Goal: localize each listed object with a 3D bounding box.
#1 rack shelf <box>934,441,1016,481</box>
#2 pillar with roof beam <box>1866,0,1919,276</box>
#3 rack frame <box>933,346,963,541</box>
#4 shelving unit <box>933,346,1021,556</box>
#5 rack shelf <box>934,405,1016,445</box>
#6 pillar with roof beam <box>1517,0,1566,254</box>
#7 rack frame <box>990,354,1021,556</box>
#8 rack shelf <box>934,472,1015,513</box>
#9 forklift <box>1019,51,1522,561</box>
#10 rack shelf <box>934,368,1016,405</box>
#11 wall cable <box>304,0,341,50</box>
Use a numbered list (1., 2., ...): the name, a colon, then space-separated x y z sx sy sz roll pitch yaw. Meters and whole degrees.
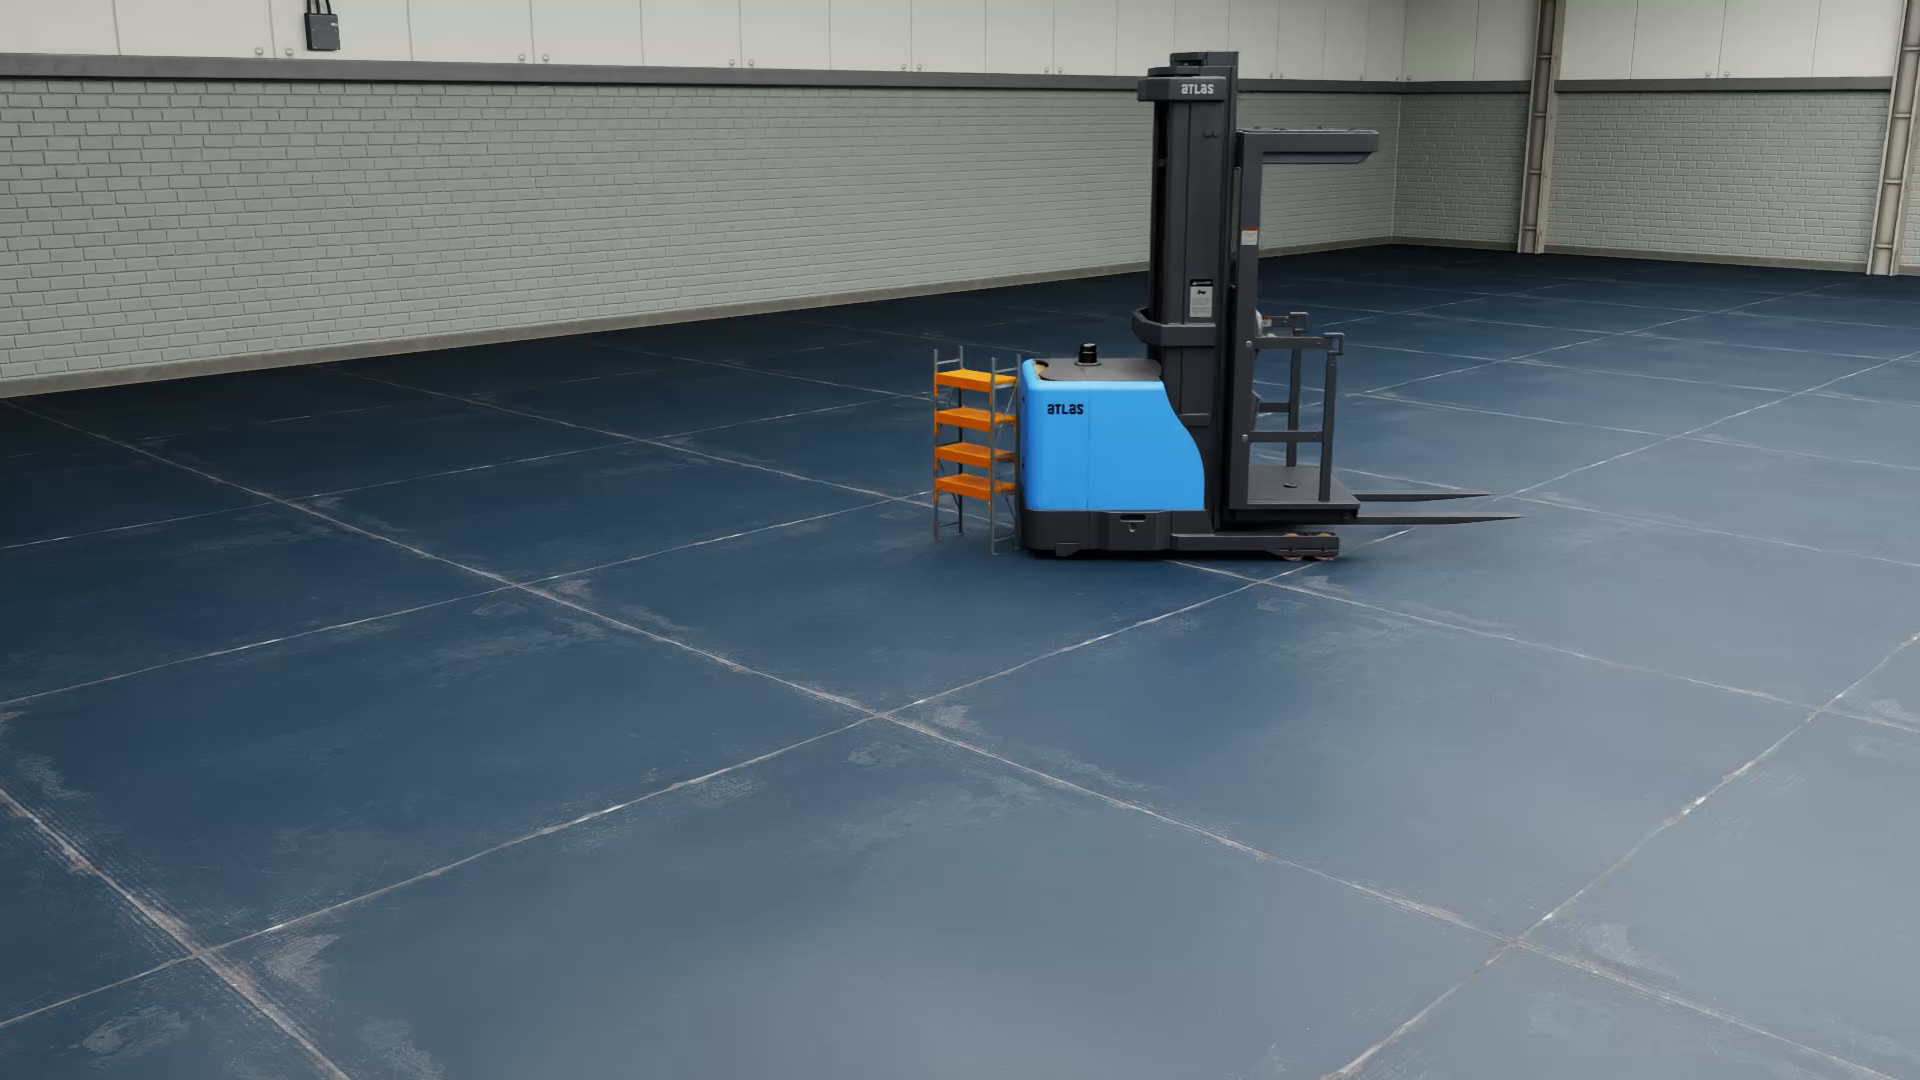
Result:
1. rack shelf: 0.099 -0.487 10.189 0.480 0.148 0.258 14 20 43
2. pillar with roof beam: 11.973 -7.885 22.846 0.400 9.000 9.100 14 20 42
3. rack frame: -0.073 -0.596 10.339 0.015 1.200 0.240 14 20 43
4. shelving unit: 0.099 -0.552 10.172 0.503 1.200 0.258 14 20 43
5. rack shelf: 0.099 -0.704 10.133 0.480 0.148 0.258 14 20 43
6. pillar with roof beam: 7.654 -8.935 26.876 0.400 9.000 9.100 14 20 42
7. rack frame: 0.272 -0.509 10.005 0.015 1.200 0.240 14 20 43
8. rack shelf: 0.099 -0.295 10.239 0.480 0.148 0.258 14 20 43
9. forklift: 1.897 -1.425 10.089 3.031 2.935 1.130 0 15 0
10. rack shelf: 0.099 -0.933 10.073 0.480 0.148 0.258 14 20 43
11. wall cable: -5.824 -8.120 17.005 0.169 6.003 2.305 14 20 42
